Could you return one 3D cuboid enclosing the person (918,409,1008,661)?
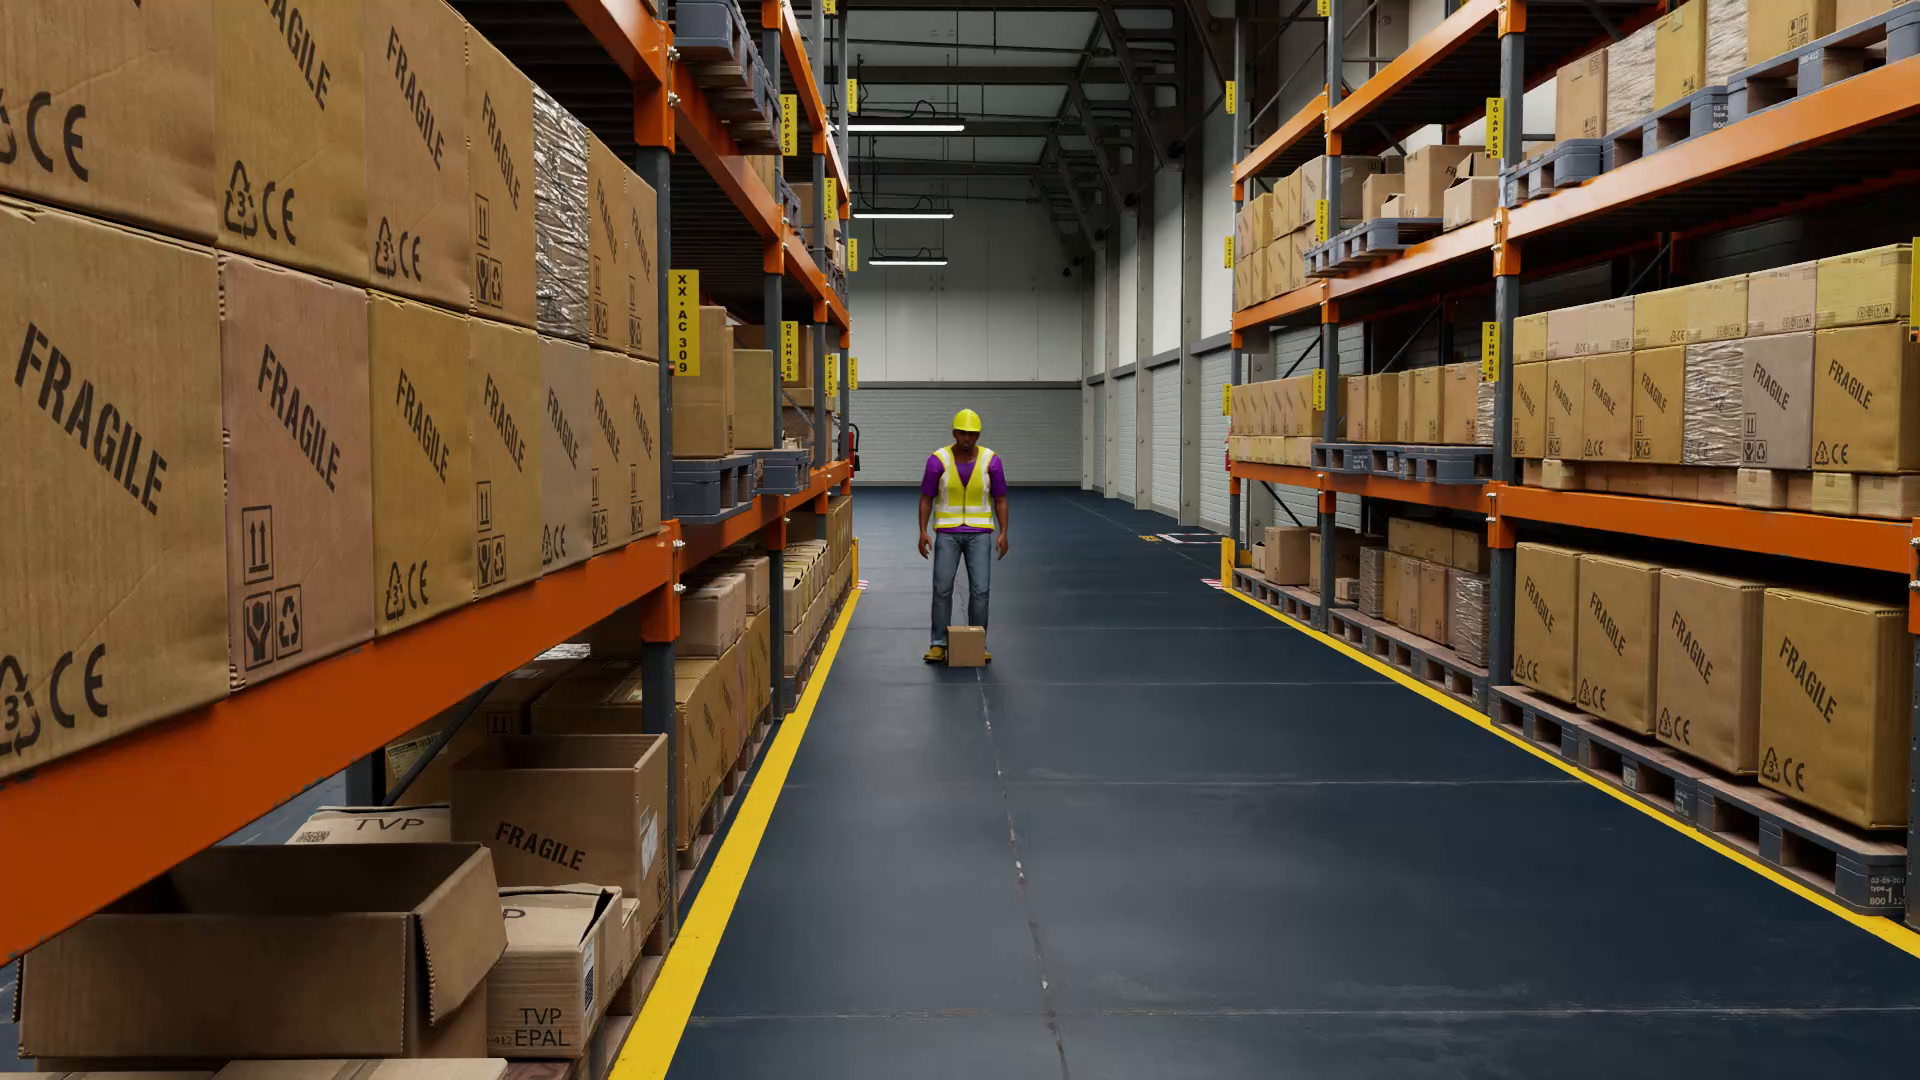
[{"bbox_3d":[0.023,-0.034,11.624,0.632,1.760,0.463,0,4,-2],"label":"person"}]
